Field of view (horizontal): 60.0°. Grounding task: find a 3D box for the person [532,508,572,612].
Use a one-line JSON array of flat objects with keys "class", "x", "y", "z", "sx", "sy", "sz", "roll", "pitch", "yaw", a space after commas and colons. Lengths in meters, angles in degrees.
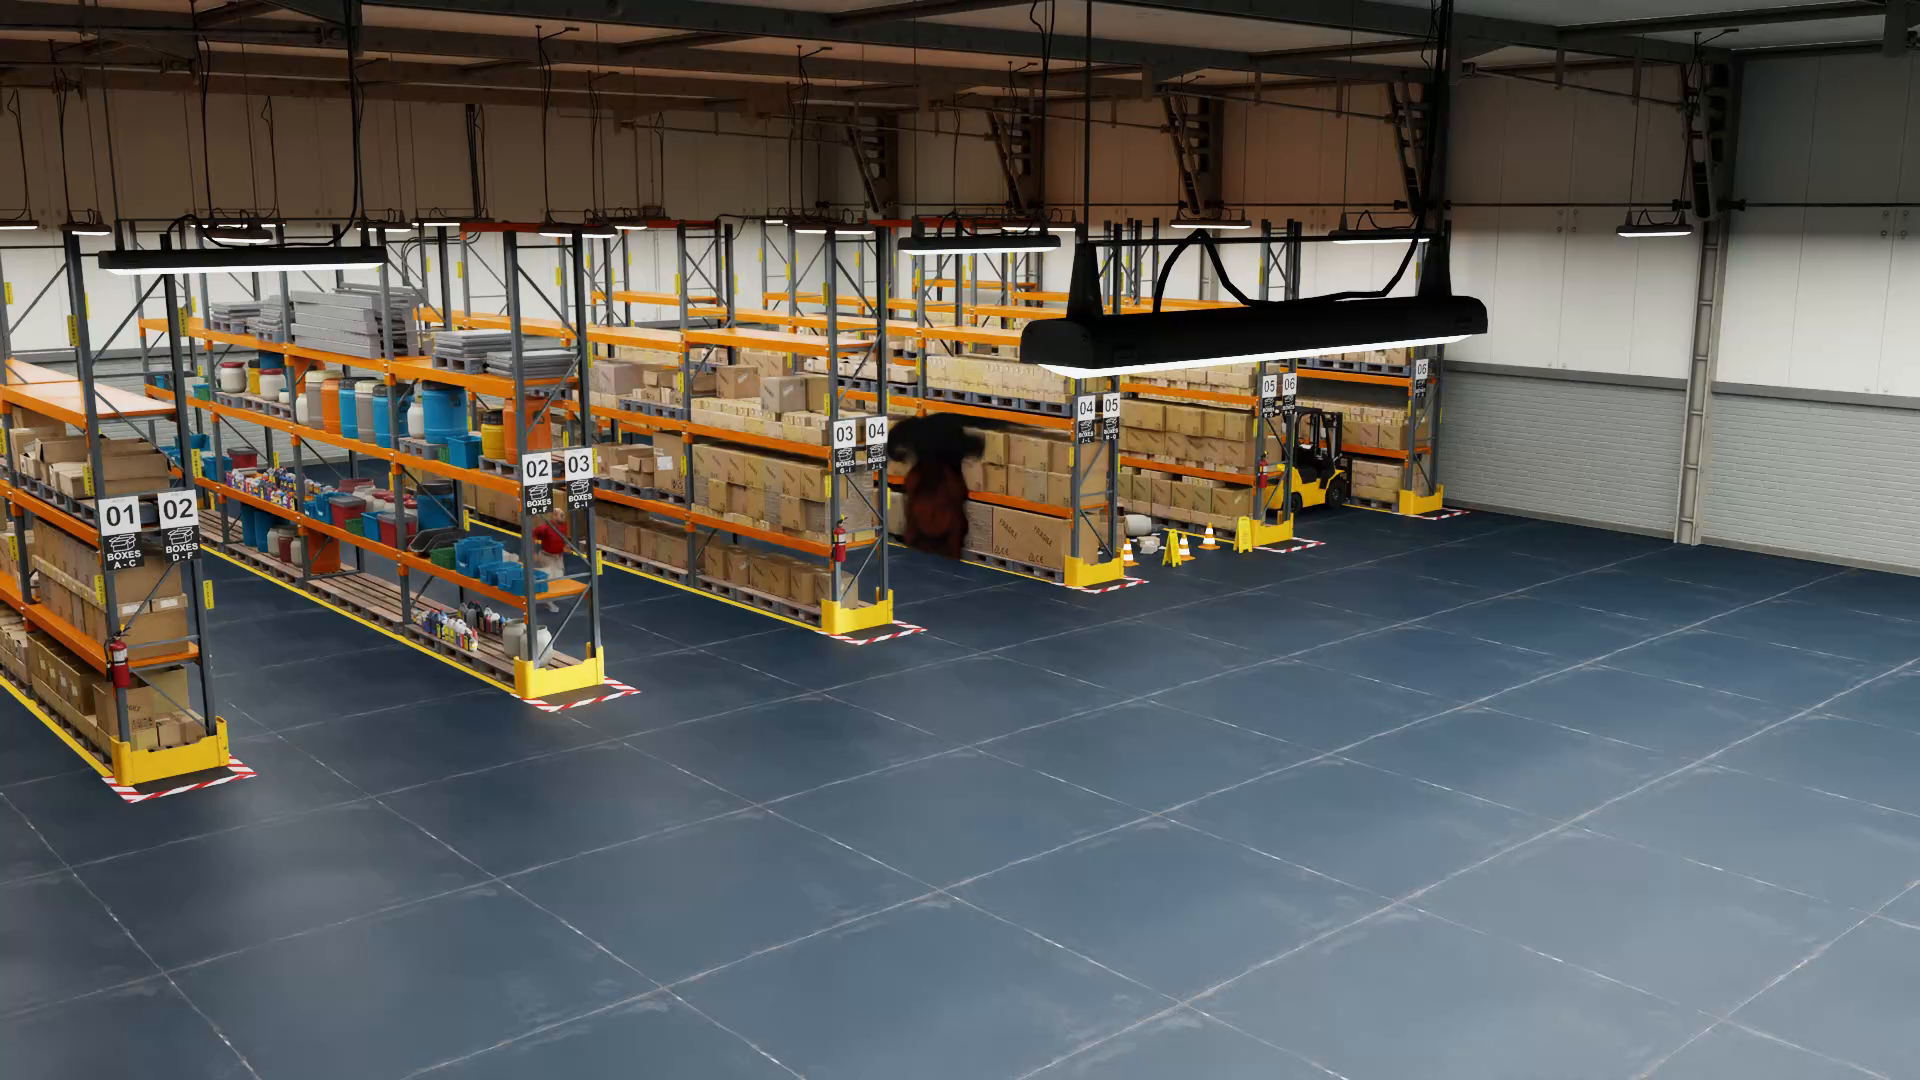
[{"class": "person", "x": -6.447, "y": 0.298, "z": 26.235, "sx": 0.711, "sy": 1.657, "sz": 0.650, "roll": 7, "pitch": 13, "yaw": 30}]
